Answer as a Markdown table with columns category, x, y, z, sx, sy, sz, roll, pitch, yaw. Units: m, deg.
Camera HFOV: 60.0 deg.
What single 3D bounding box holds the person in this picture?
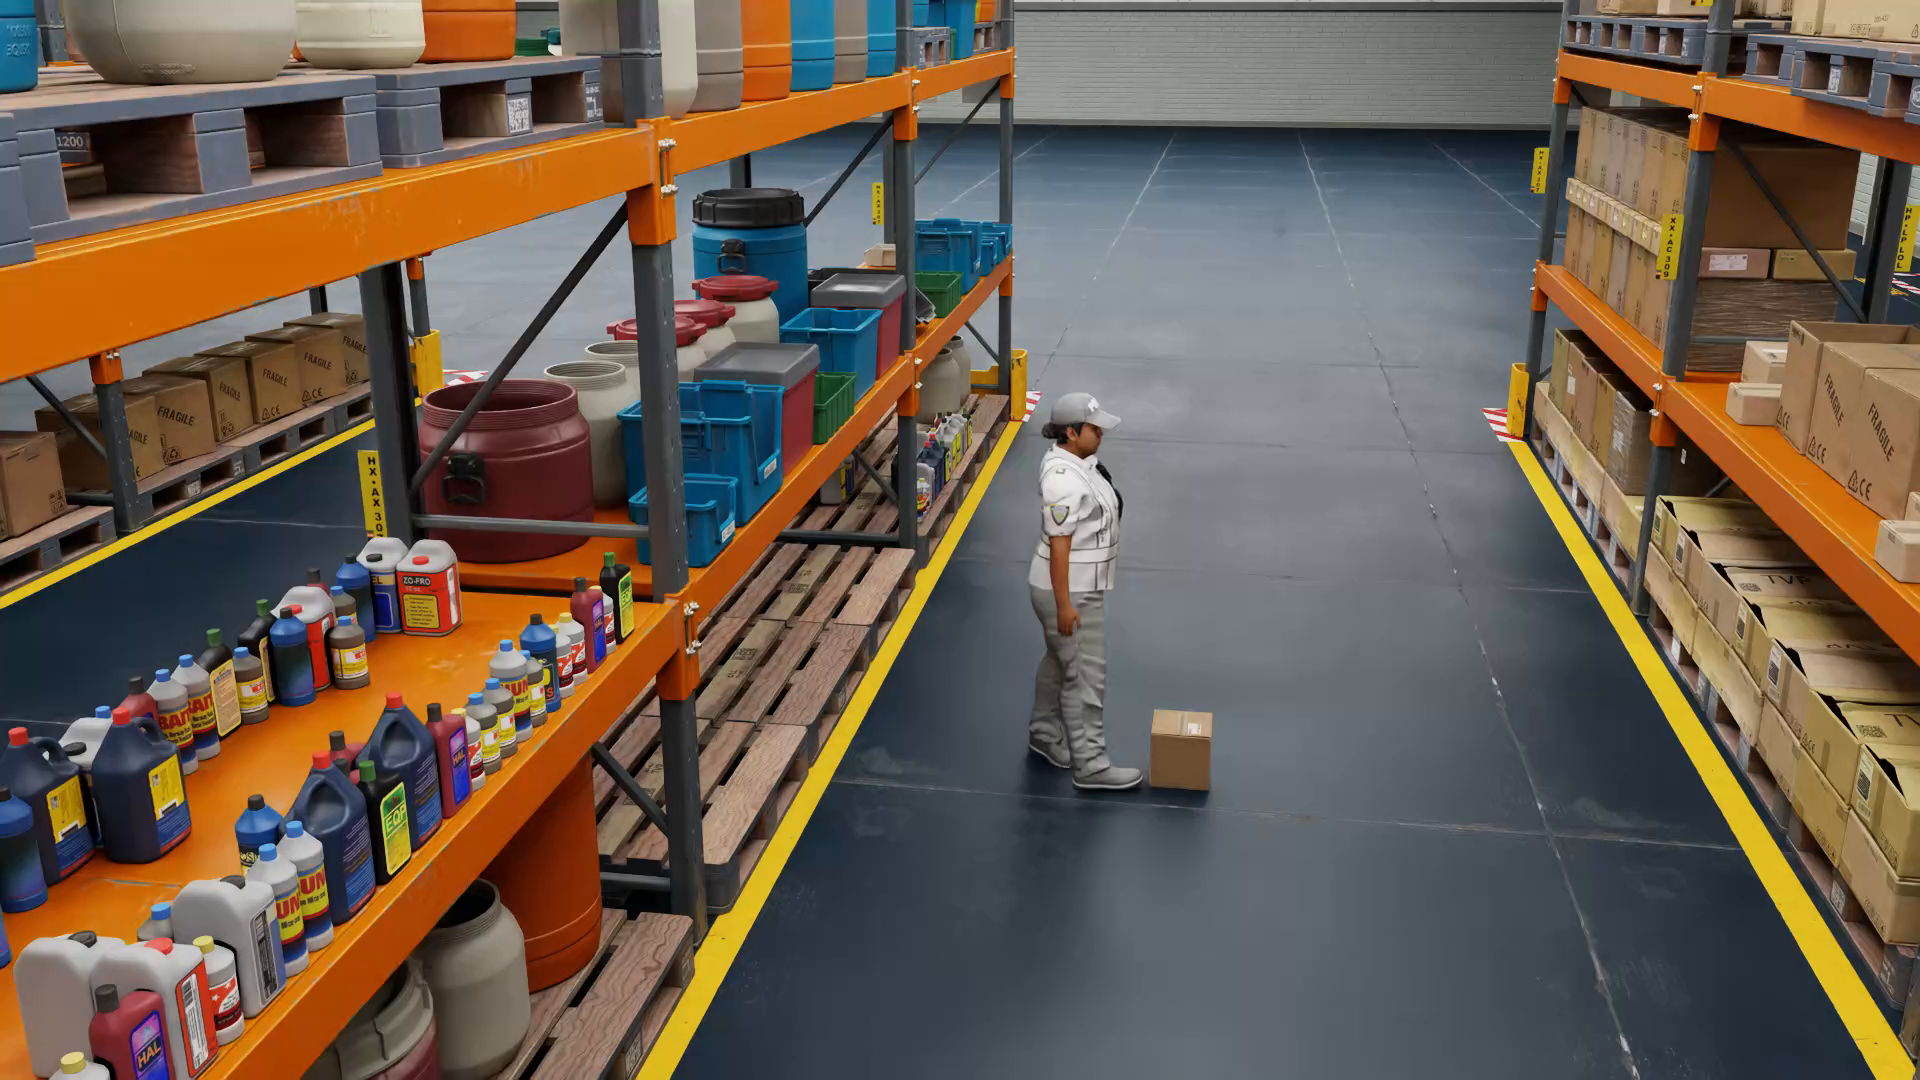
| category | x | y | z | sx | sy | sz | roll | pitch | yaw |
| --- | --- | --- | --- | --- | --- | --- | --- | --- | --- |
| person | 0.531 | 0.209 | 6.924 | 0.520 | 1.672 | 0.481 | 3 | 18 | 8 |
